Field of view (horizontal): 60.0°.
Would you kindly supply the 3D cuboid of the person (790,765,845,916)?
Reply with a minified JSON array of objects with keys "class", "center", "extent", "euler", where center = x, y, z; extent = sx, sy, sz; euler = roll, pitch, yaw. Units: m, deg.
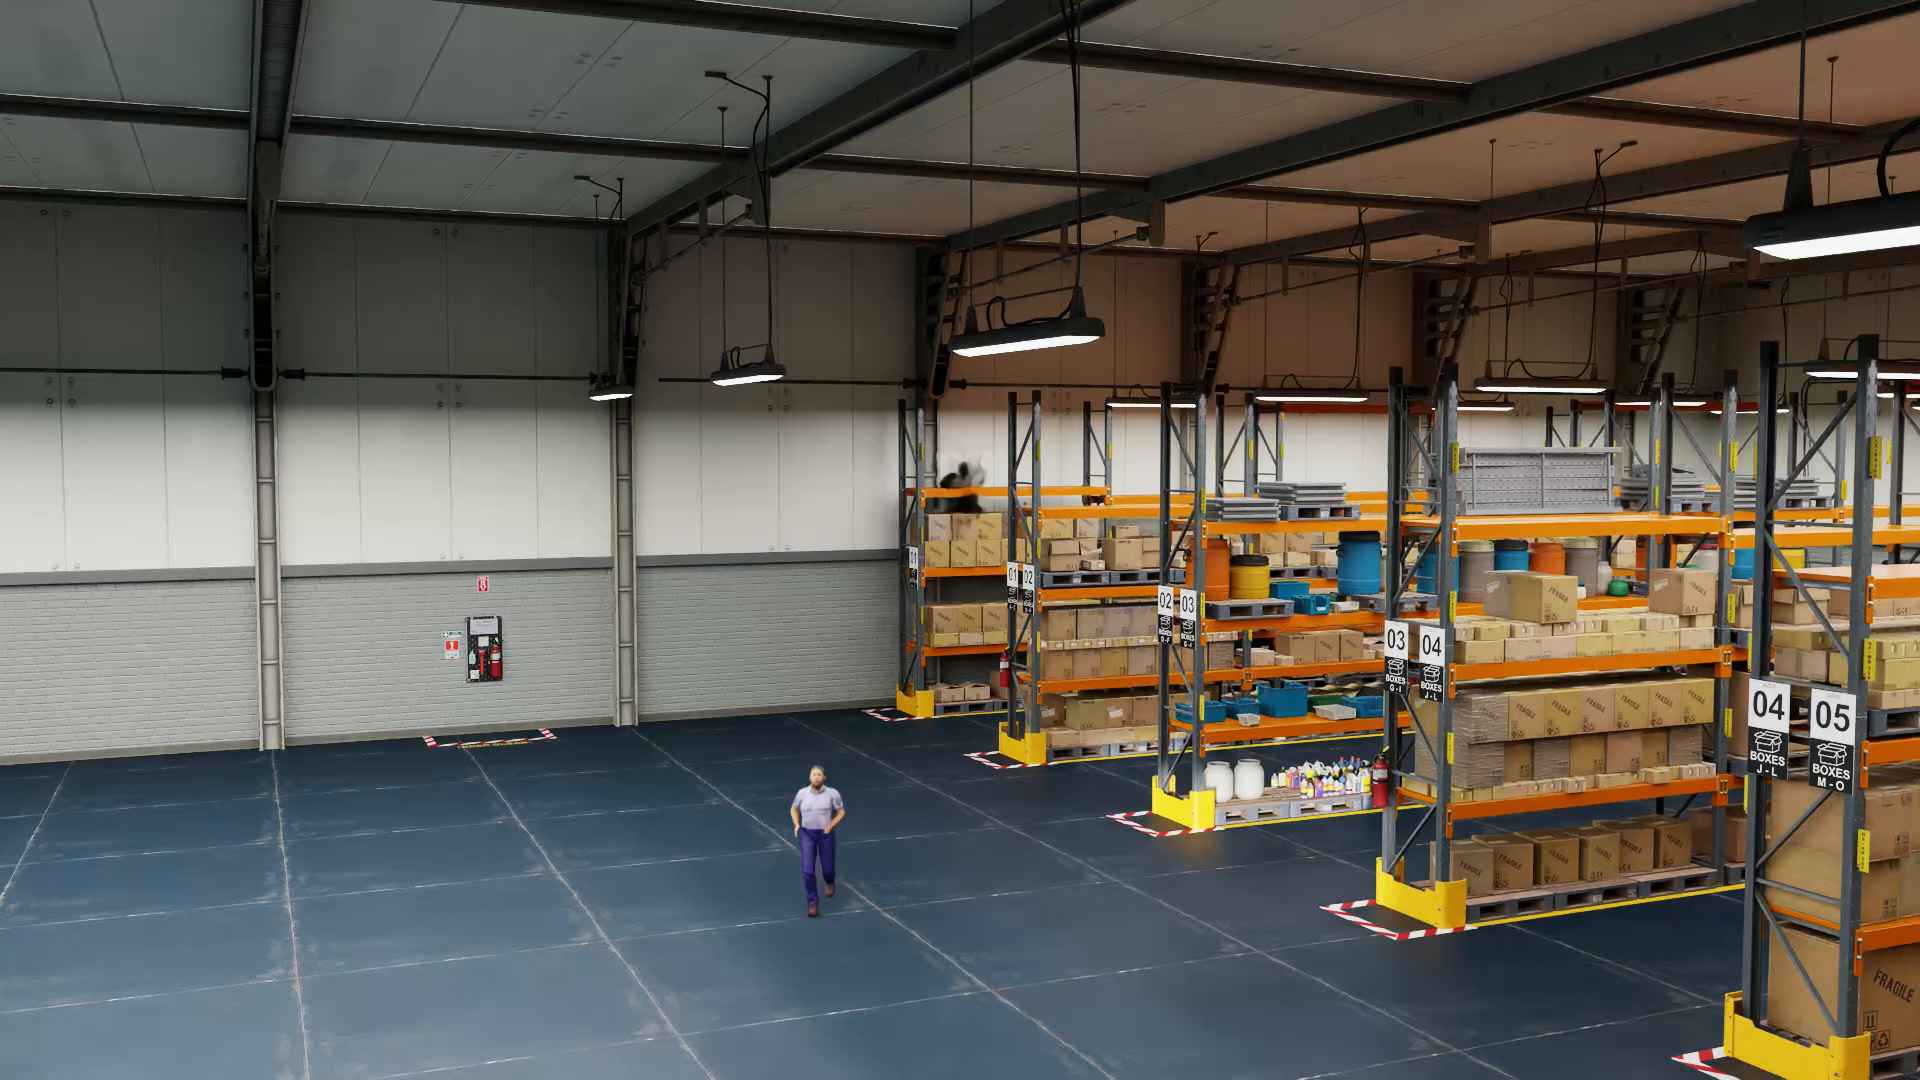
[{"class":"person","center":[-1.581,3.291,18.388],"extent":[0.613,1.589,0.688],"euler":[0,3,1]}]

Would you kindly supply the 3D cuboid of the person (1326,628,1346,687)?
[{"class":"person","center":[7.375,2.492,32.494],"extent":[0.664,1.575,0.536],"euler":[-2,4,-35]}]
